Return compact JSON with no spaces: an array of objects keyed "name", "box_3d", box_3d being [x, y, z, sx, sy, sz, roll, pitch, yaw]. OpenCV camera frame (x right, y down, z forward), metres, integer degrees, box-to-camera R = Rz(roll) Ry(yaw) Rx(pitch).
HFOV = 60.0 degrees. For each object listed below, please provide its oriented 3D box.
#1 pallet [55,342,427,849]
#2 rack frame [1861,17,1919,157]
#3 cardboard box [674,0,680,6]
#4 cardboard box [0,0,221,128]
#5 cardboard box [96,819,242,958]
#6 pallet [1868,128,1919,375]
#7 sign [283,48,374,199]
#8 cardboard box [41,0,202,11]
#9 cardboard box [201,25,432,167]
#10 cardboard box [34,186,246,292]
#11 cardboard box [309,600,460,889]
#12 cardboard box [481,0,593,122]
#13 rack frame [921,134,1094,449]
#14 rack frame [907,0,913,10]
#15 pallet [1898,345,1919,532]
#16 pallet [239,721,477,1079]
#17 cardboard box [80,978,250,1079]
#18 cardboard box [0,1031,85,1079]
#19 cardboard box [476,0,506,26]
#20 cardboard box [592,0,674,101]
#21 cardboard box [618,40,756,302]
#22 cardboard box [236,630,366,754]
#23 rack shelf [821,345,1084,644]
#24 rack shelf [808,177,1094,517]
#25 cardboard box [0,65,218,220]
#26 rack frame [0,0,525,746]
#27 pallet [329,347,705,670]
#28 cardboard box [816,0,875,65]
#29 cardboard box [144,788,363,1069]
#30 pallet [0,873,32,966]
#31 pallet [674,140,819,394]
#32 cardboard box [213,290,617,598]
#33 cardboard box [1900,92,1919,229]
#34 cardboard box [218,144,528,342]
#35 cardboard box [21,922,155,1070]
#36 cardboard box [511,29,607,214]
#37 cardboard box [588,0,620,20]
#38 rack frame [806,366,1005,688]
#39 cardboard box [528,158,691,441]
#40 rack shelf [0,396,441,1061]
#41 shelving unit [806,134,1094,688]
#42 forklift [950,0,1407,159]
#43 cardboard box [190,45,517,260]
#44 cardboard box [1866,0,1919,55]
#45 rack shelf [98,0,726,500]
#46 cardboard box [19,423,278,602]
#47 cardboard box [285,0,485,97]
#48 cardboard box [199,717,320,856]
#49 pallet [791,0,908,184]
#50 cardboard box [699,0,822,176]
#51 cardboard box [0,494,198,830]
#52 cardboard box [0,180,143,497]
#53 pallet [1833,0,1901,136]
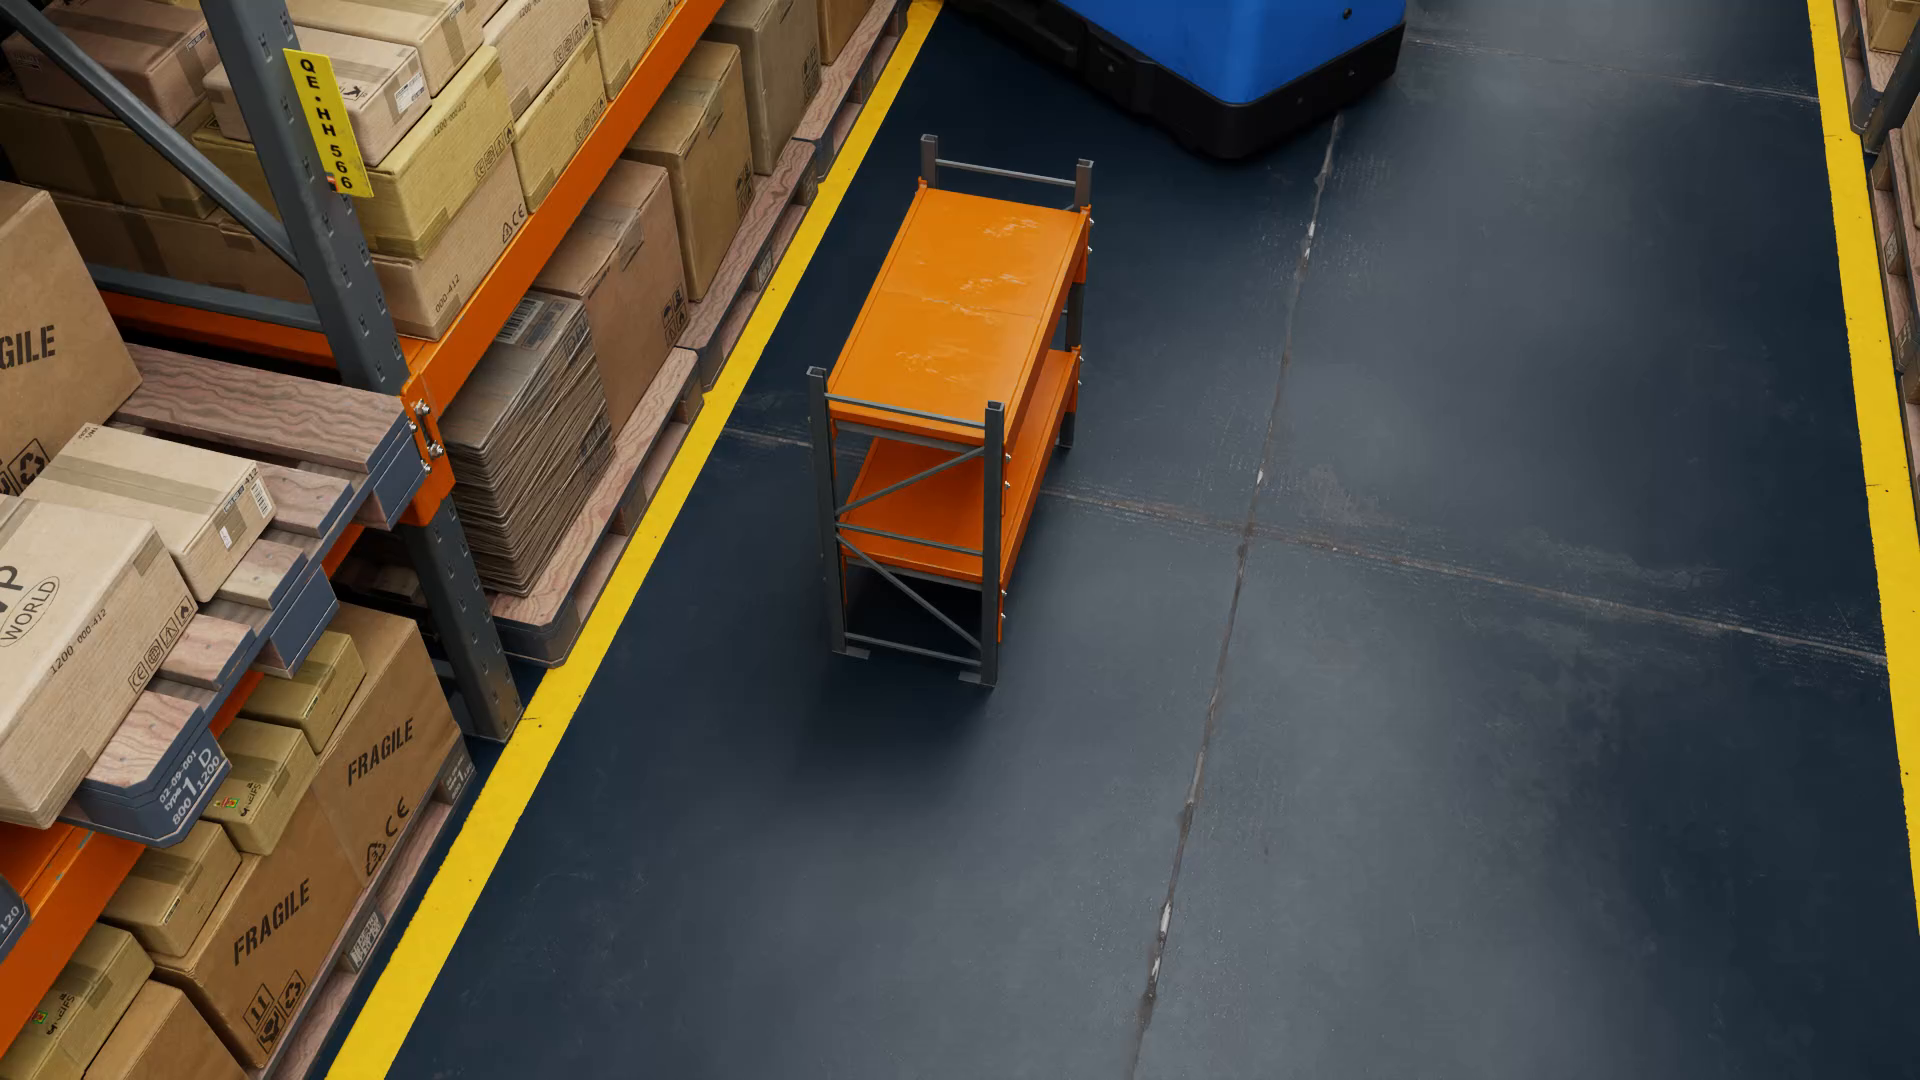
[{"name":"pallet","box_3d":[-1.868,0.017,3.363,1.213,0.211,1.003,12,50,10]},{"name":"rack frame","box_3d":[4.085,-2.467,5.427,1.000,3.000,0.127,12,50,10]},{"name":"cardboard box","box_3d":[-1.001,-1.886,5.014,0.500,0.250,0.500,13,50,11]},{"name":"cardboard box","box_3d":[-1.867,-1.074,3.698,0.380,0.149,0.250,13,50,11]},{"name":"cardboard box","box_3d":[-1.797,0.715,3.573,0.380,0.149,0.250,10,49,9]},{"name":"pallet","box_3d":[3.881,-0.981,5.975,1.003,0.211,1.213,12,50,10]},{"name":"sign","box_3d":[-1.231,-0.808,3.243,0.100,0.325,0.005,12,50,10]},{"name":"cardboard box","box_3d":[-1.906,-1.285,3.884,0.380,0.149,0.250,13,50,11]},{"name":"cardboard box","box_3d":[-1.389,-0.971,3.607,0.380,0.149,0.250,13,50,11]},{"name":"cardboard box","box_3d":[-1.886,-0.877,4.123,0.500,0.250,0.500,11,49,9]},{"name":"cardboard box","box_3d":[-1.661,0.486,4.208,0.500,0.500,0.500,13,50,11]},{"name":"cardboard box","box_3d":[-1.272,-1.301,4.164,0.500,0.250,0.500,13,50,11]},{"name":"rack frame","box_3d":[0.132,-0.735,5.148,0.500,1.125,0.032,12,50,10]},{"name":"rack frame","box_3d":[-0.705,-3.444,6.289,1.000,3.000,0.127,12,50,10]},{"name":"pallet","box_3d":[3.562,-0.096,5.194,1.003,0.211,1.213,12,50,10]},{"name":"pallet","box_3d":[-1.990,0.904,4.311,1.003,0.211,1.213,12,50,10]},{"name":"cardboard box","box_3d":[-1.938,1.225,3.556,0.500,0.500,0.500,14,50,12]},{"name":"cardboard box","box_3d":[-1.975,1.078,3.253,0.380,0.149,0.250,11,49,9]},{"name":"cardboard box","box_3d":[-1.278,-1.355,3.946,0.380,0.149,0.250,13,50,11]},{"name":"cardboard box","box_3d":[-1.139,-1.511,4.683,0.500,0.250,0.500,10,49,9]},{"name":"cardboard box","box_3d":[-1.239,-1.314,5.713,0.875,0.625,0.625,10,49,8]},{"name":"cardboard box","box_3d":[-1.643,0.330,3.913,0.380,0.149,0.250,9,49,8]},{"name":"rack shelf","box_3d":[-0.002,-0.206,5.007,0.538,0.278,1.000,12,50,10]},{"name":"rack shelf","box_3d":[-0.002,-0.561,4.605,0.538,0.278,1.000,12,50,10]},{"name":"cardboard box","box_3d":[-1.907,-1.046,3.939,0.500,0.250,0.500,13,50,11]},{"name":"rack frame","box_3d":[-1.757,-0.551,3.736,1.000,3.000,0.127,12,50,10]},{"name":"pallet","box_3d":[-1.503,-0.216,5.300,1.003,0.211,1.213,12,50,10]},{"name":"cardboard box","box_3d":[-0.831,-2.418,6.687,0.875,0.625,0.625,14,50,12]},{"name":"cardboard box","box_3d":[-1.803,0.846,3.890,0.500,0.500,0.500,11,49,9]},{"name":"pallet","box_3d":[-2.265,0.920,2.565,1.003,0.211,1.213,12,50,10]},{"name":"pallet","box_3d":[-1.180,-1.096,6.076,1.003,0.211,1.213,12,50,10]},{"name":"cardboard box","box_3d":[-1.580,-0.352,4.864,0.875,0.625,0.625,13,50,11]},{"name":"cardboard box","box_3d":[3.949,-1.357,5.919,0.950,0.372,0.625,12,50,11]},{"name":"cardboard box","box_3d":[-1.405,-0.774,4.032,0.500,0.250,0.500,12,50,10]},{"name":"cardboard box","box_3d":[-1.910,0.897,3.412,0.380,0.149,0.250,13,50,11]},{"name":"cardboard box","box_3d":[-1.268,-1.137,4.353,0.500,0.250,0.500,11,49,9]},{"name":"cardboard box","box_3d":[-1.117,-1.676,4.495,0.500,0.250,0.500,10,49,9]},{"name":"rack frame","box_3d":[-0.136,0.000,4.499,0.500,1.125,0.032,12,50,10]},{"name":"cardboard box","box_3d":[-1.416,-0.827,5.283,0.875,0.625,0.625,13,50,11]},{"name":"rack shelf","box_3d":[-2.284,1.134,2.728,1.077,0.370,4.000,12,50,10]},{"name":"shelving unit","box_3d":[-0.002,-0.367,4.824,0.538,1.125,1.048,12,50,10]},{"name":"forklift","box_3d":[0.473,-3.494,6.378,1.130,2.935,3.031,-32,56,-25]},{"name":"cardboard box","box_3d":[-1.381,-0.934,3.841,0.500,0.250,0.500,12,50,10]},{"name":"cardboard box","box_3d":[3.981,-2.177,6.725,0.500,0.250,0.500,14,50,12]},{"name":"rack shelf","box_3d":[-1.231,-1.759,5.282,1.077,0.370,4.000,12,50,10]},{"name":"cardboard box","box_3d":[-1.560,-0.056,3.186,0.380,0.149,0.250,12,50,11]},{"name":"cardboard box","box_3d":[-1.320,-1.164,3.778,0.380,0.149,0.250,13,50,11]},{"name":"cardboard box","box_3d":[-1.685,0.533,3.733,0.380,0.149,0.250,9,49,8]},{"name":"pallet","box_3d":[-0.861,-1.981,6.857,1.003,0.211,1.213,12,50,10]},{"name":"cardboard box","box_3d":[-1.043,-1.858,6.193,0.875,0.625,0.625,11,50,10]},{"name":"cardboard box","box_3d":[-1.723,0.187,2.904,0.500,0.250,0.500,9,49,8]},{"name":"cardboard box","box_3d":[-2.044,-0.381,3.239,0.500,0.500,0.500,14,50,12]},{"name":"pallet","box_3d":[4.228,-2.037,6.907,1.003,0.211,1.213,12,50,10]}]
